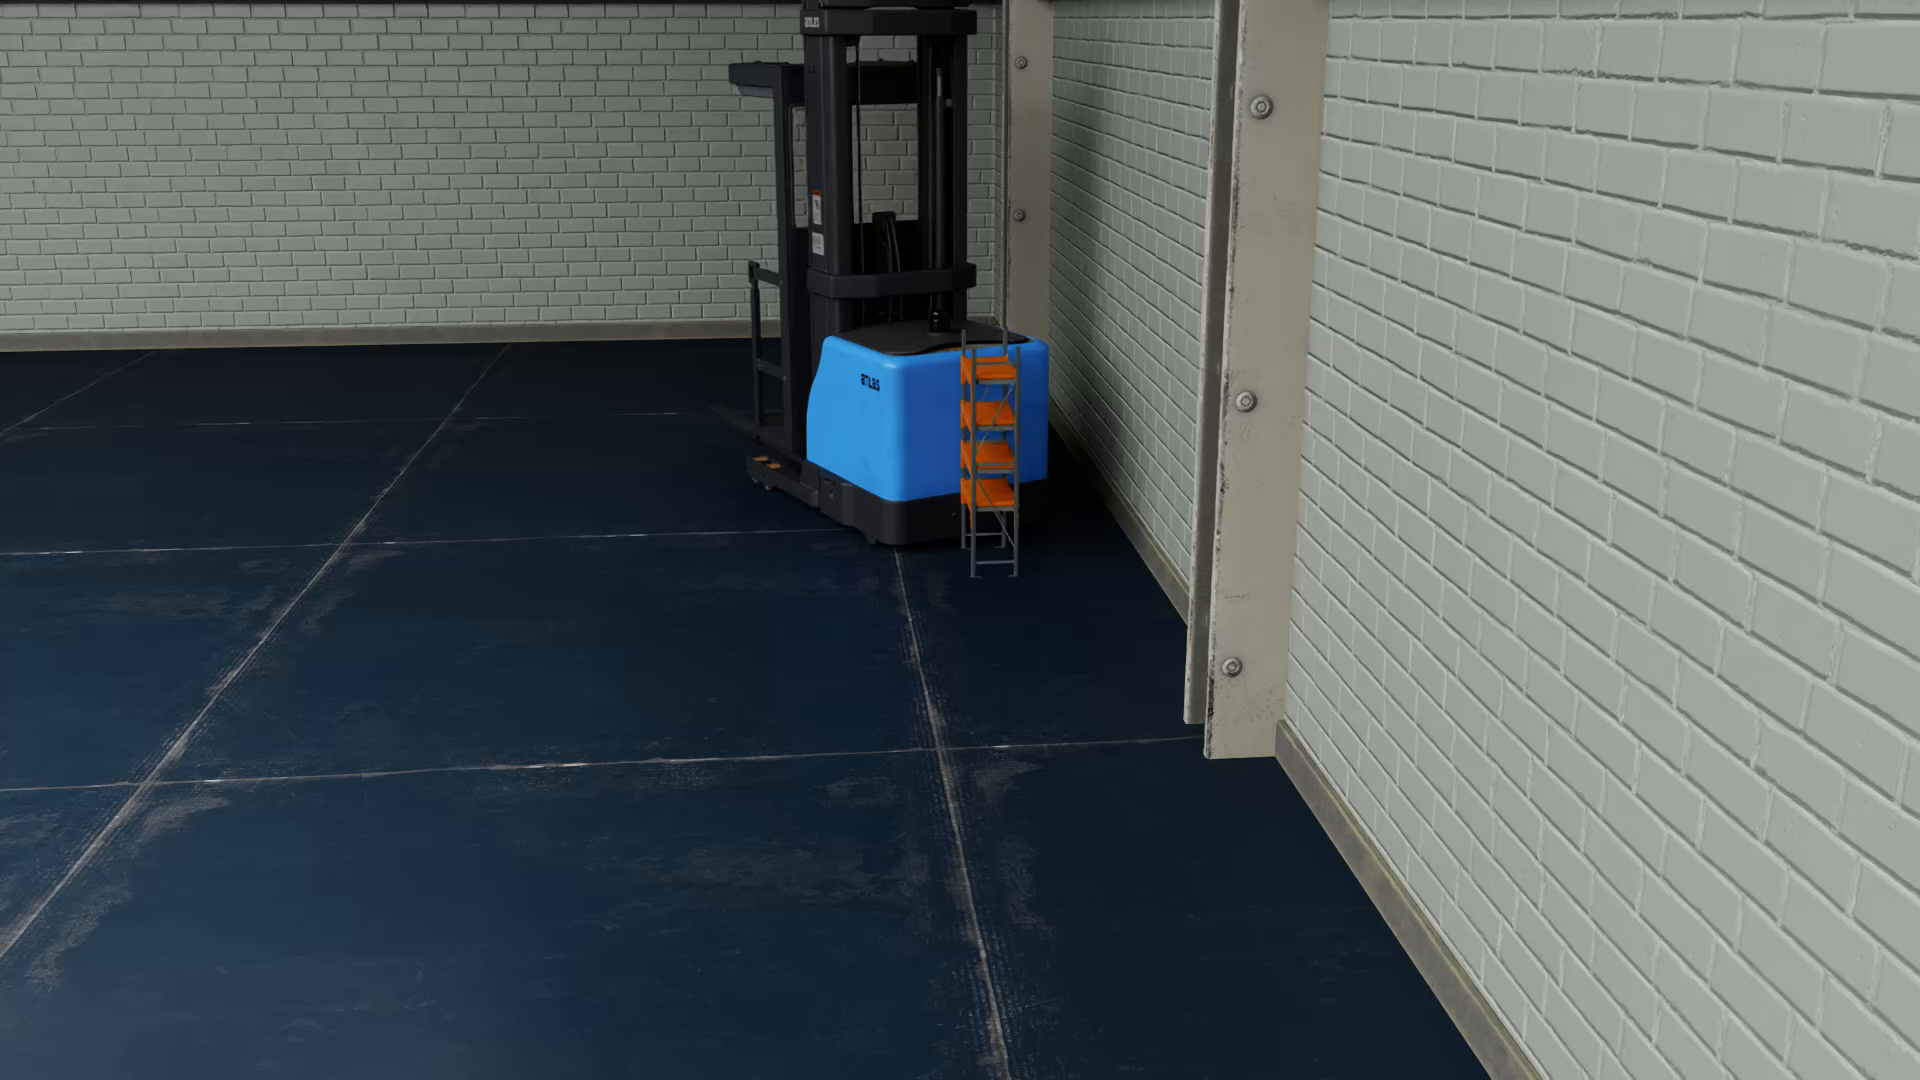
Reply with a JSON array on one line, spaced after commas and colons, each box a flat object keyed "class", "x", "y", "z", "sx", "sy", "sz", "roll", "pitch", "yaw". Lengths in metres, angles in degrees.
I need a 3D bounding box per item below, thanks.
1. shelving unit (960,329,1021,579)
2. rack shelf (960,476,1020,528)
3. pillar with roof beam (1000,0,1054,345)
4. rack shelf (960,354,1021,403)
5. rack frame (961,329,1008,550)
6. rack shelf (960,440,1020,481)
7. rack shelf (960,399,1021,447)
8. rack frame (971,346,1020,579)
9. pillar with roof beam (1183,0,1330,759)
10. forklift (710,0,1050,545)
[{"class": "shelving unit", "x": 0.153, "y": -0.452, "z": 8.614, "sx": 0.258, "sy": 1.200, "sz": 0.503, "roll": -2, "pitch": 18, "yaw": -6}, {"class": "rack shelf", "x": 0.153, "y": -0.198, "z": 8.693, "sx": 0.258, "sy": 0.148, "sz": 0.480, "roll": -2, "pitch": 18, "yaw": -6}, {"class": "pillar with roof beam", "x": -3.809, "y": -5.160, "z": 10.590, "sx": 9.100, "sy": 9.000, "sz": 0.400, "roll": -2, "pitch": 18, "yaw": -6}, {"class": "rack shelf", "x": 0.153, "y": -0.827, "z": 8.496, "sx": 0.258, "sy": 0.148, "sz": 0.480, "roll": -2, "pitch": 18, "yaw": -6}, {"class": "rack frame", "x": 0.128, "y": -0.525, "z": 8.845, "sx": 0.240, "sy": 1.200, "sz": 0.015, "roll": -2, "pitch": 18, "yaw": -6}, {"class": "rack shelf", "x": 0.153, "y": -0.388, "z": 8.634, "sx": 0.258, "sy": 0.148, "sz": 0.480, "roll": -2, "pitch": 18, "yaw": -6}, {"class": "rack shelf", "x": 0.153, "y": -0.601, "z": 8.567, "sx": 0.258, "sy": 0.148, "sz": 0.480, "roll": -2, "pitch": 18, "yaw": -6}, {"class": "rack frame", "x": 0.177, "y": -0.379, "z": 8.382, "sx": 0.240, "sy": 1.200, "sz": 0.015, "roll": -2, "pitch": 18, "yaw": -6}, {"class": "pillar with roof beam", "x": -3.190, "y": -3.373, "z": 4.896, "sx": 9.100, "sy": 9.000, "sz": 0.400, "roll": -2, "pitch": 18, "yaw": -6}, {"class": "forklift", "x": -0.667, "y": -1.760, "z": 9.891, "sx": 1.130, "sy": 2.935, "sz": 3.031, "roll": -10, "pitch": 20, "yaw": -28}]
